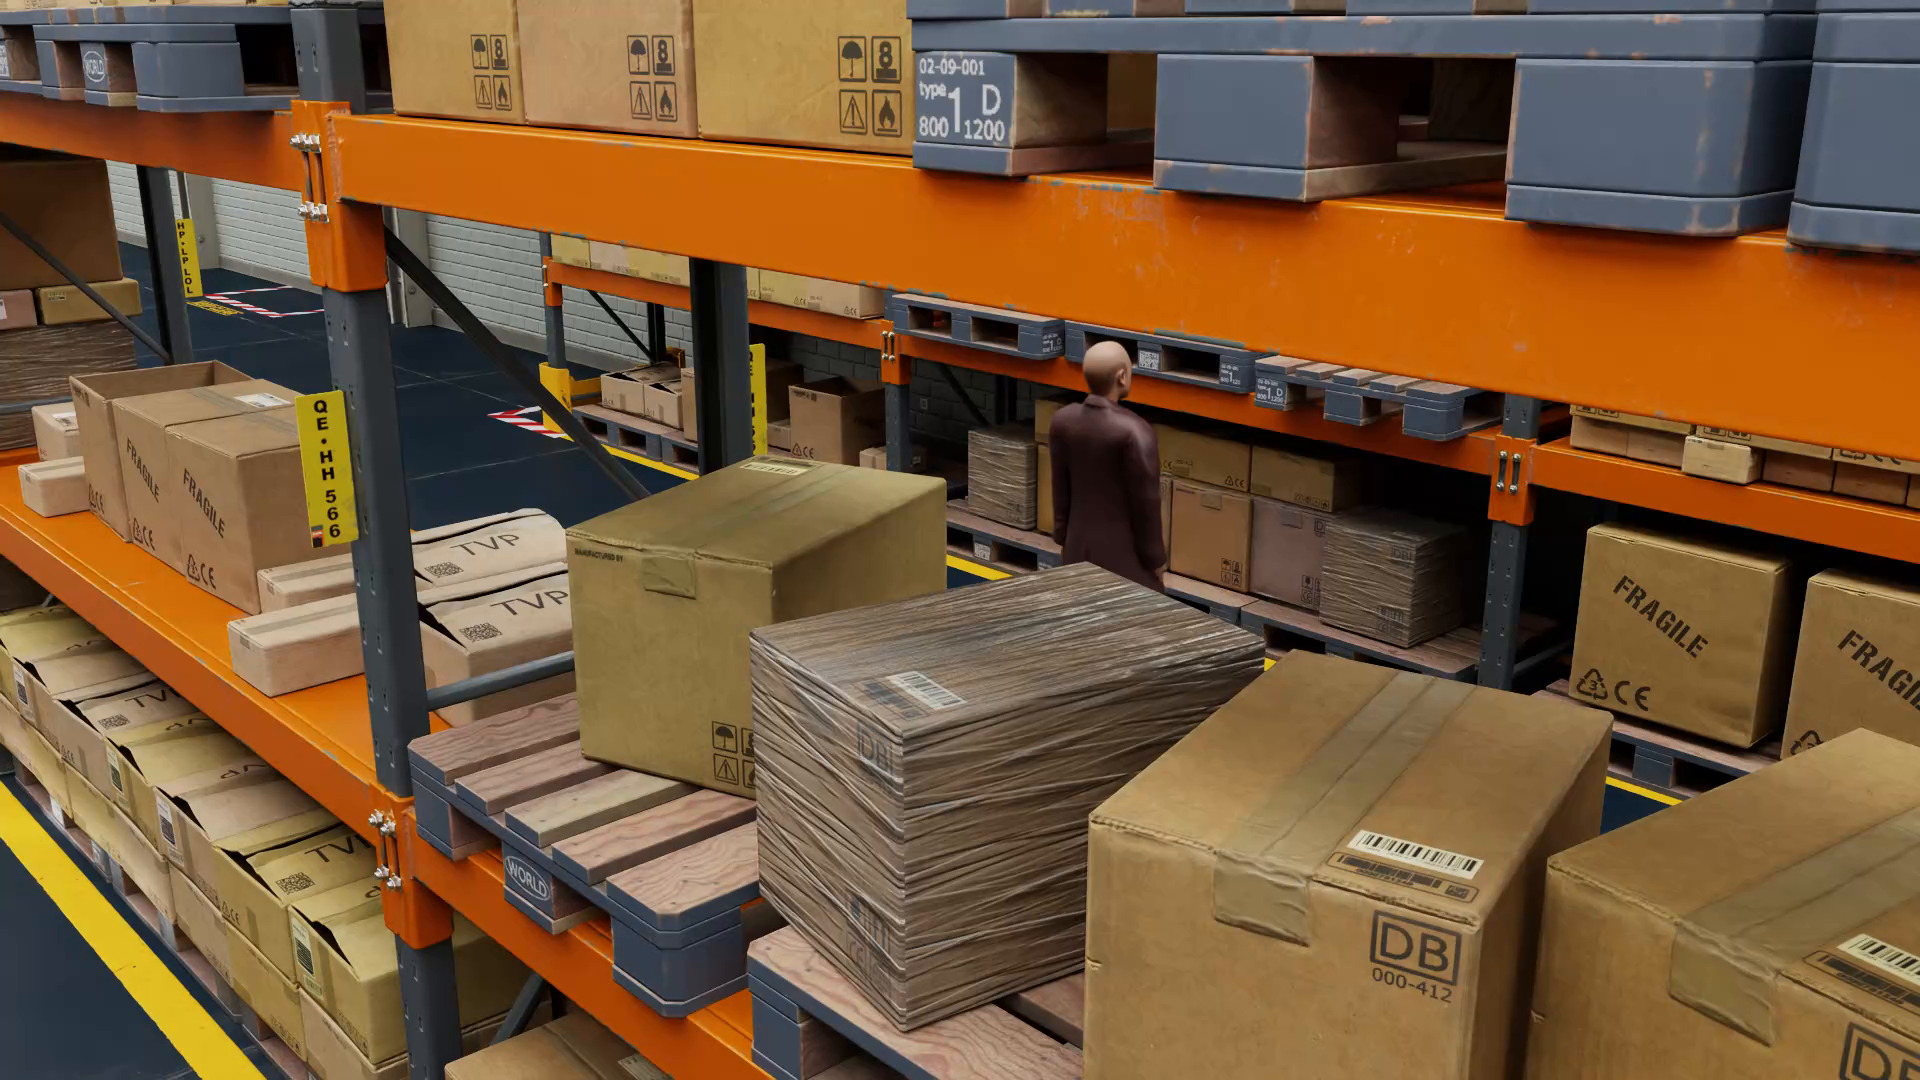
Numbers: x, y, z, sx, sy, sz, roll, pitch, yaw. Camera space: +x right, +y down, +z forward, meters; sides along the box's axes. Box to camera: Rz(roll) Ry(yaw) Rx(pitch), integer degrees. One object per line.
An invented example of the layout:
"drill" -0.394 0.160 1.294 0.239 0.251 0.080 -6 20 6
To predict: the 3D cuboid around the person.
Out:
"person" 0.609 0.073 6.863 0.415 1.806 0.582 -15 23 -41
